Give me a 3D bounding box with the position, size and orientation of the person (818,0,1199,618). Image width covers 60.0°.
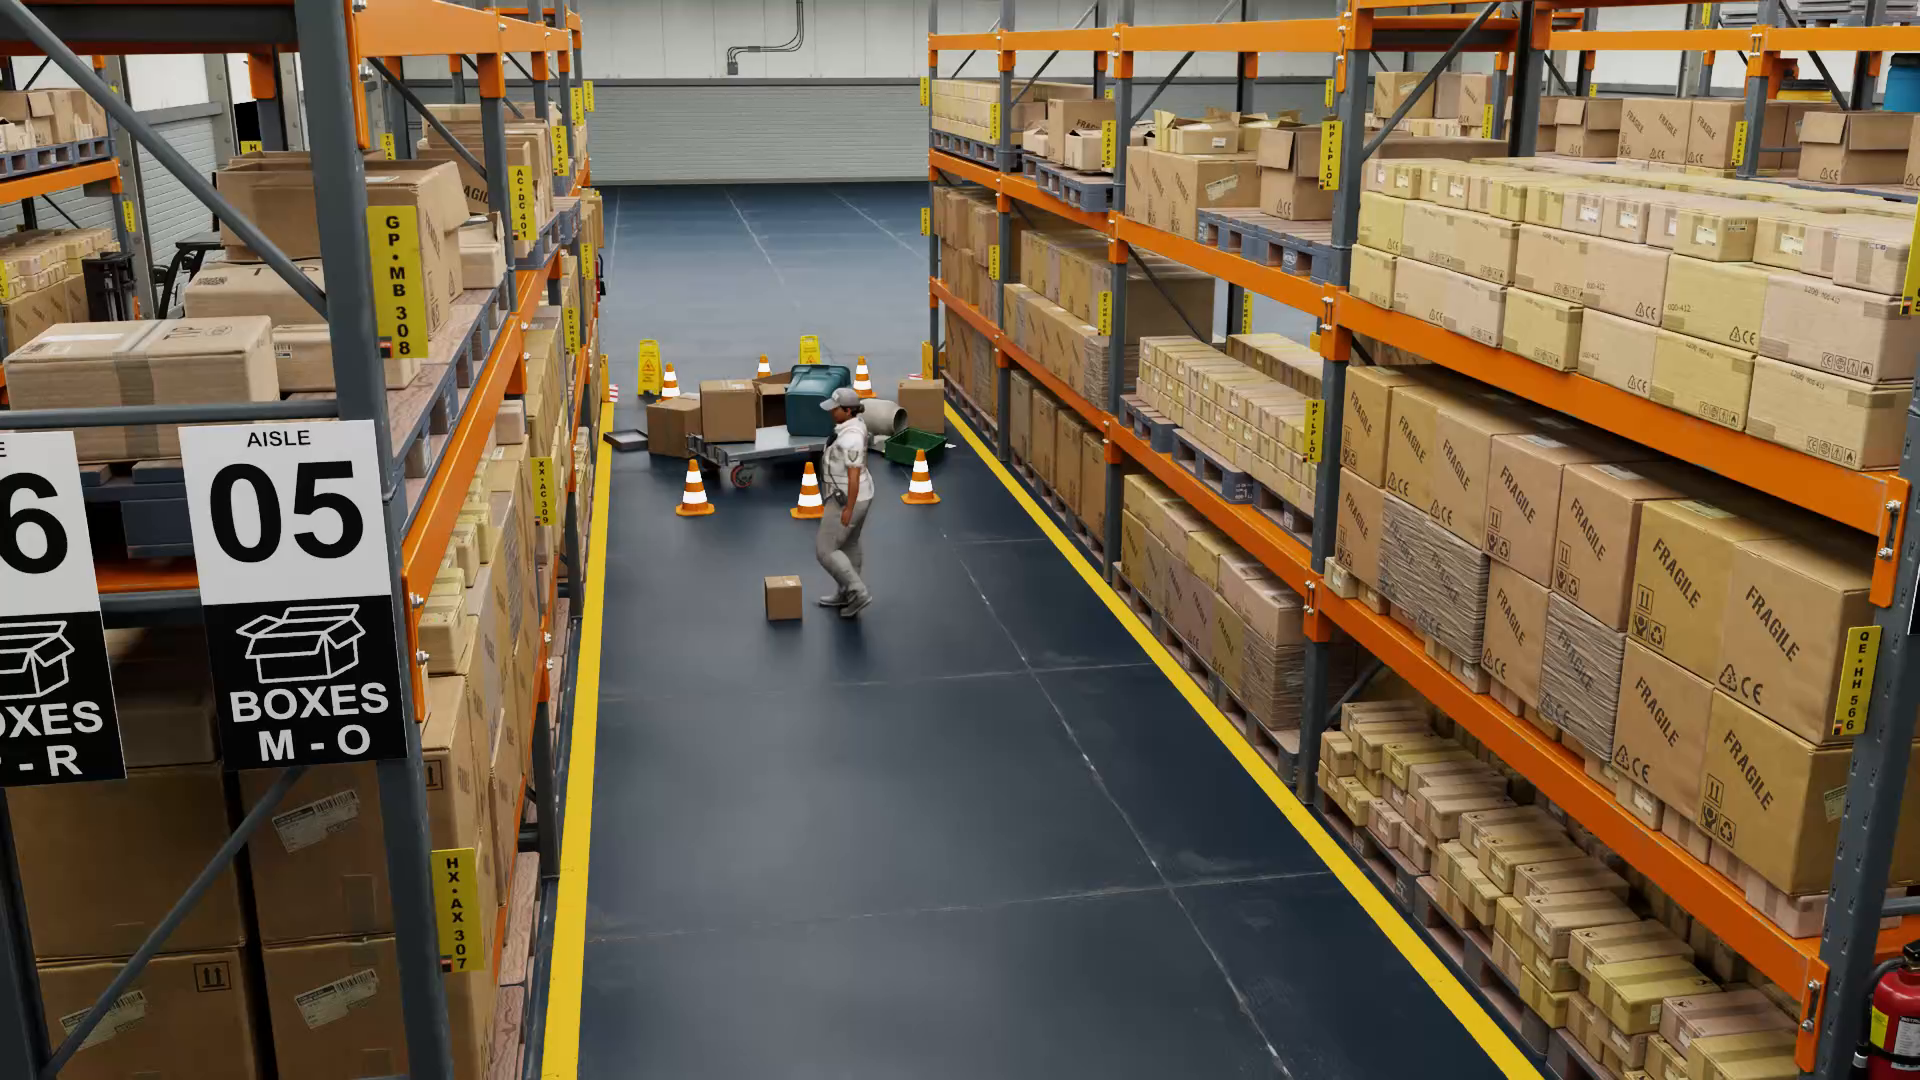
[{"bbox_3d":[3.197,-8.396,31.755,7.763,5.999,43.191,0,16,1],"label":"person"}]
